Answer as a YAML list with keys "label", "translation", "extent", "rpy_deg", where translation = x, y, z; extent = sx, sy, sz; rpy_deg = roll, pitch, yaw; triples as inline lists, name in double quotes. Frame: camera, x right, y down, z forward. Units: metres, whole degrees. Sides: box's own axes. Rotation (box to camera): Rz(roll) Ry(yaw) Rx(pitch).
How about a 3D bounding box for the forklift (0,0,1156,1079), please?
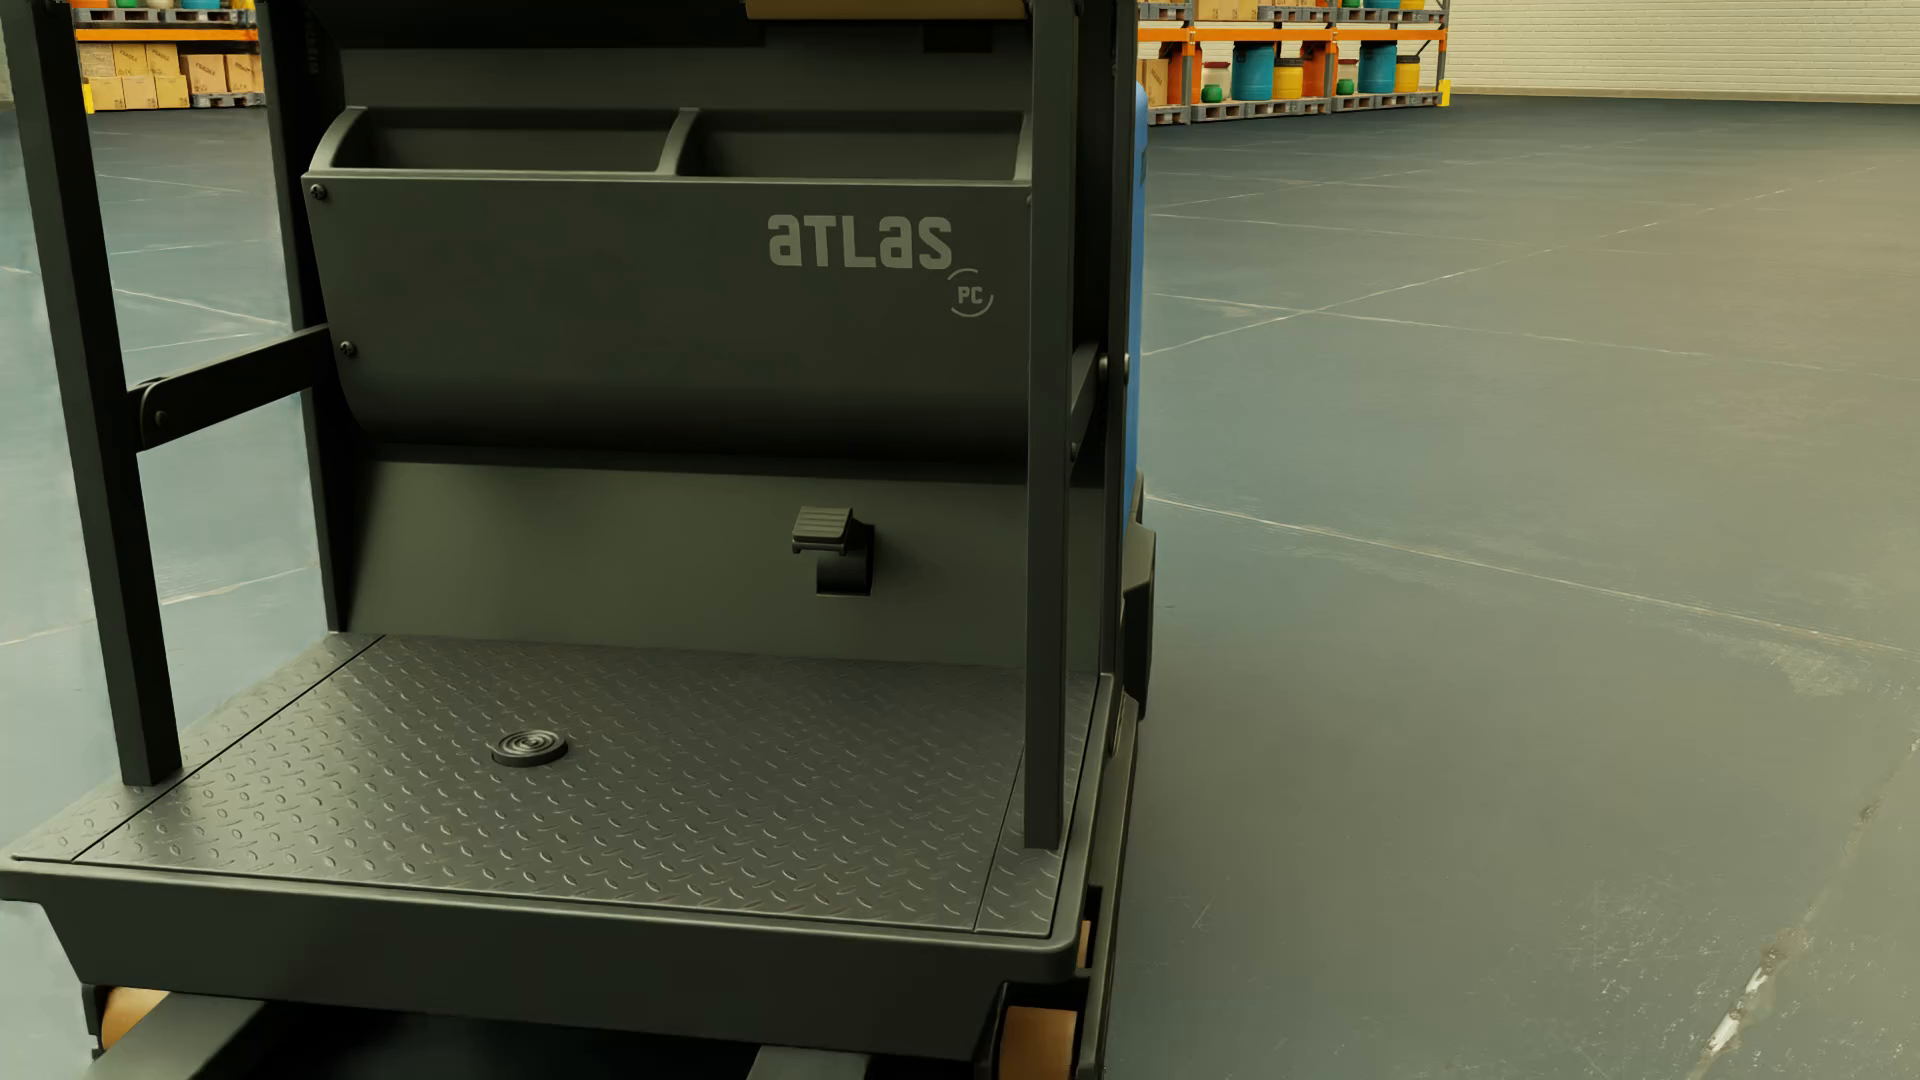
- label: "forklift"
  translation: [-0.365, -0.851, 1.699]
  extent: [1.130, 2.935, 3.031]
  rpy_deg: [2, 17, 8]
